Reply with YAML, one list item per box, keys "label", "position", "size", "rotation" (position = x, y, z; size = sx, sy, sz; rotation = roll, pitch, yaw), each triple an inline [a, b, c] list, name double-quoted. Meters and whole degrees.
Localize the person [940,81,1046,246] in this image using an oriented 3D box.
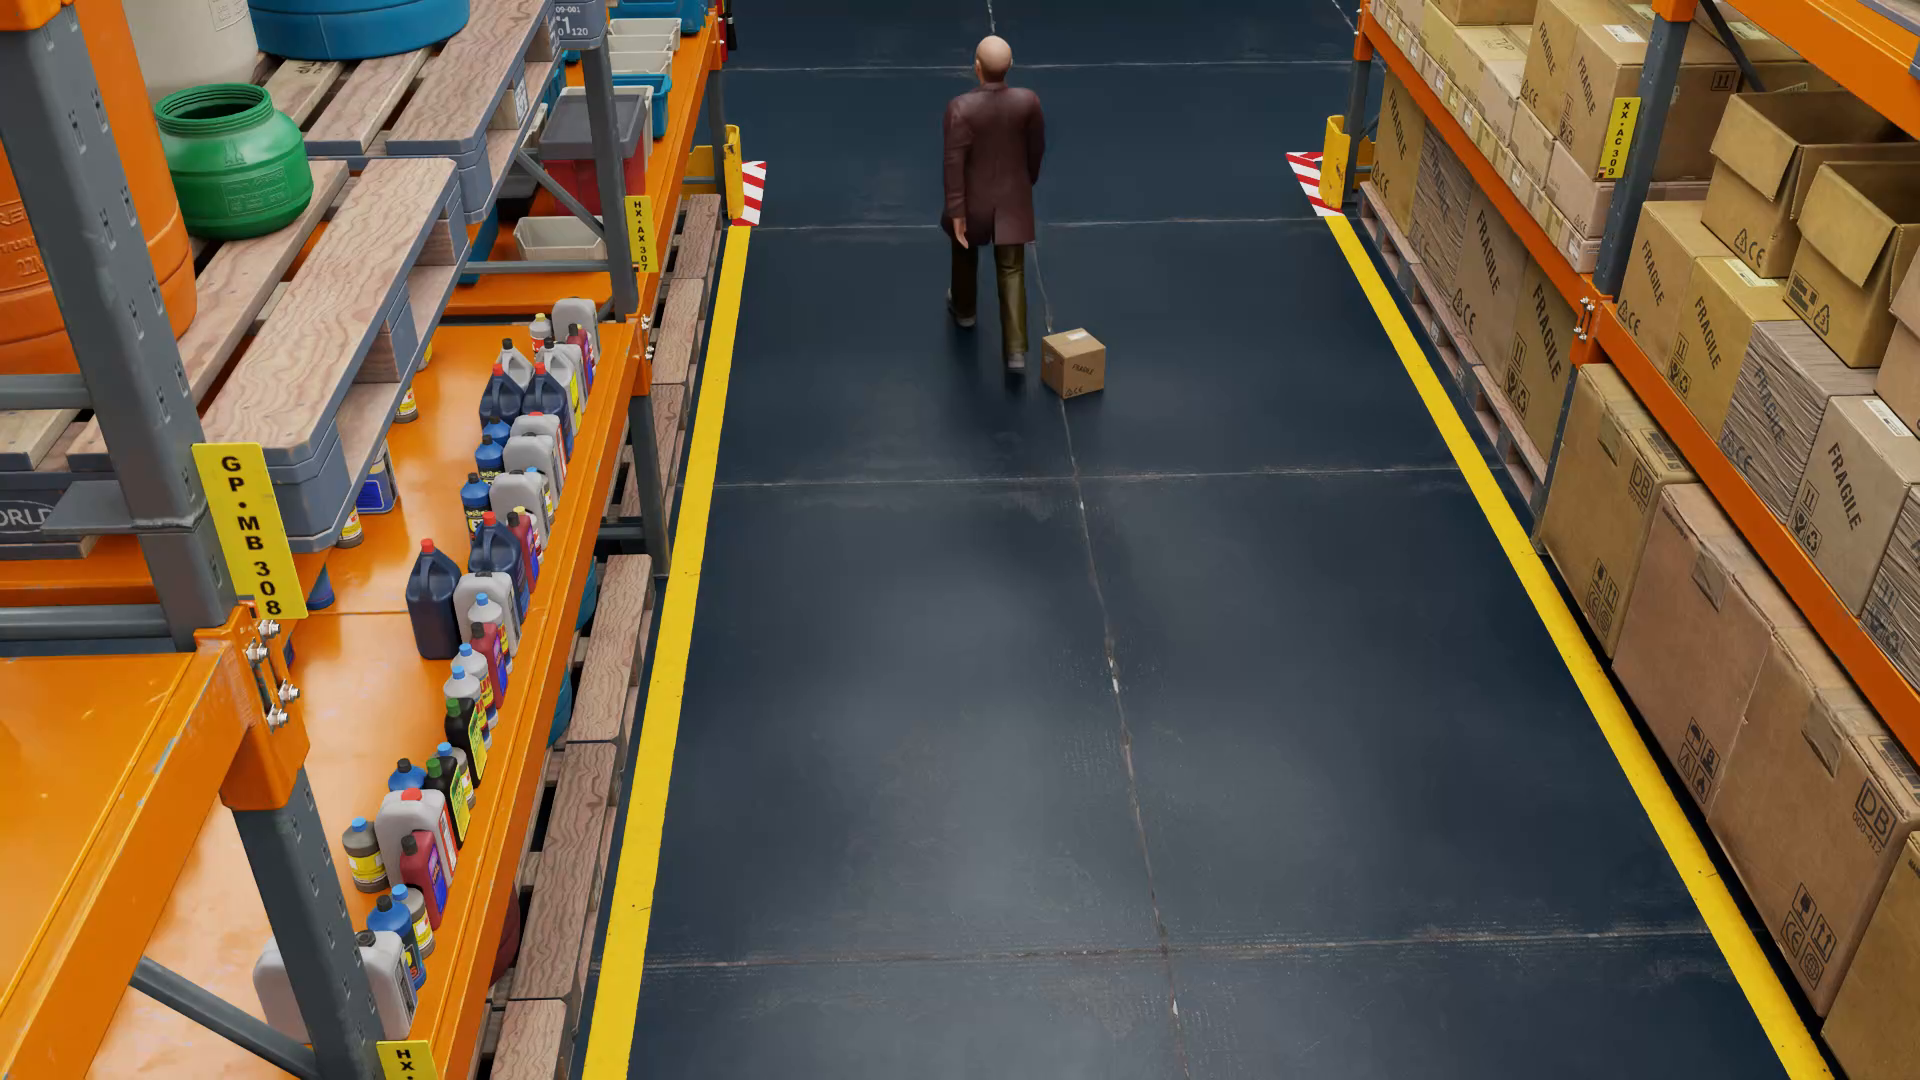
- label: "person"
  position: [0.166, -1.975, 8.675]
  size: [0.565, 0.939, 0.504]
  rotation: [-5, 35, -7]
